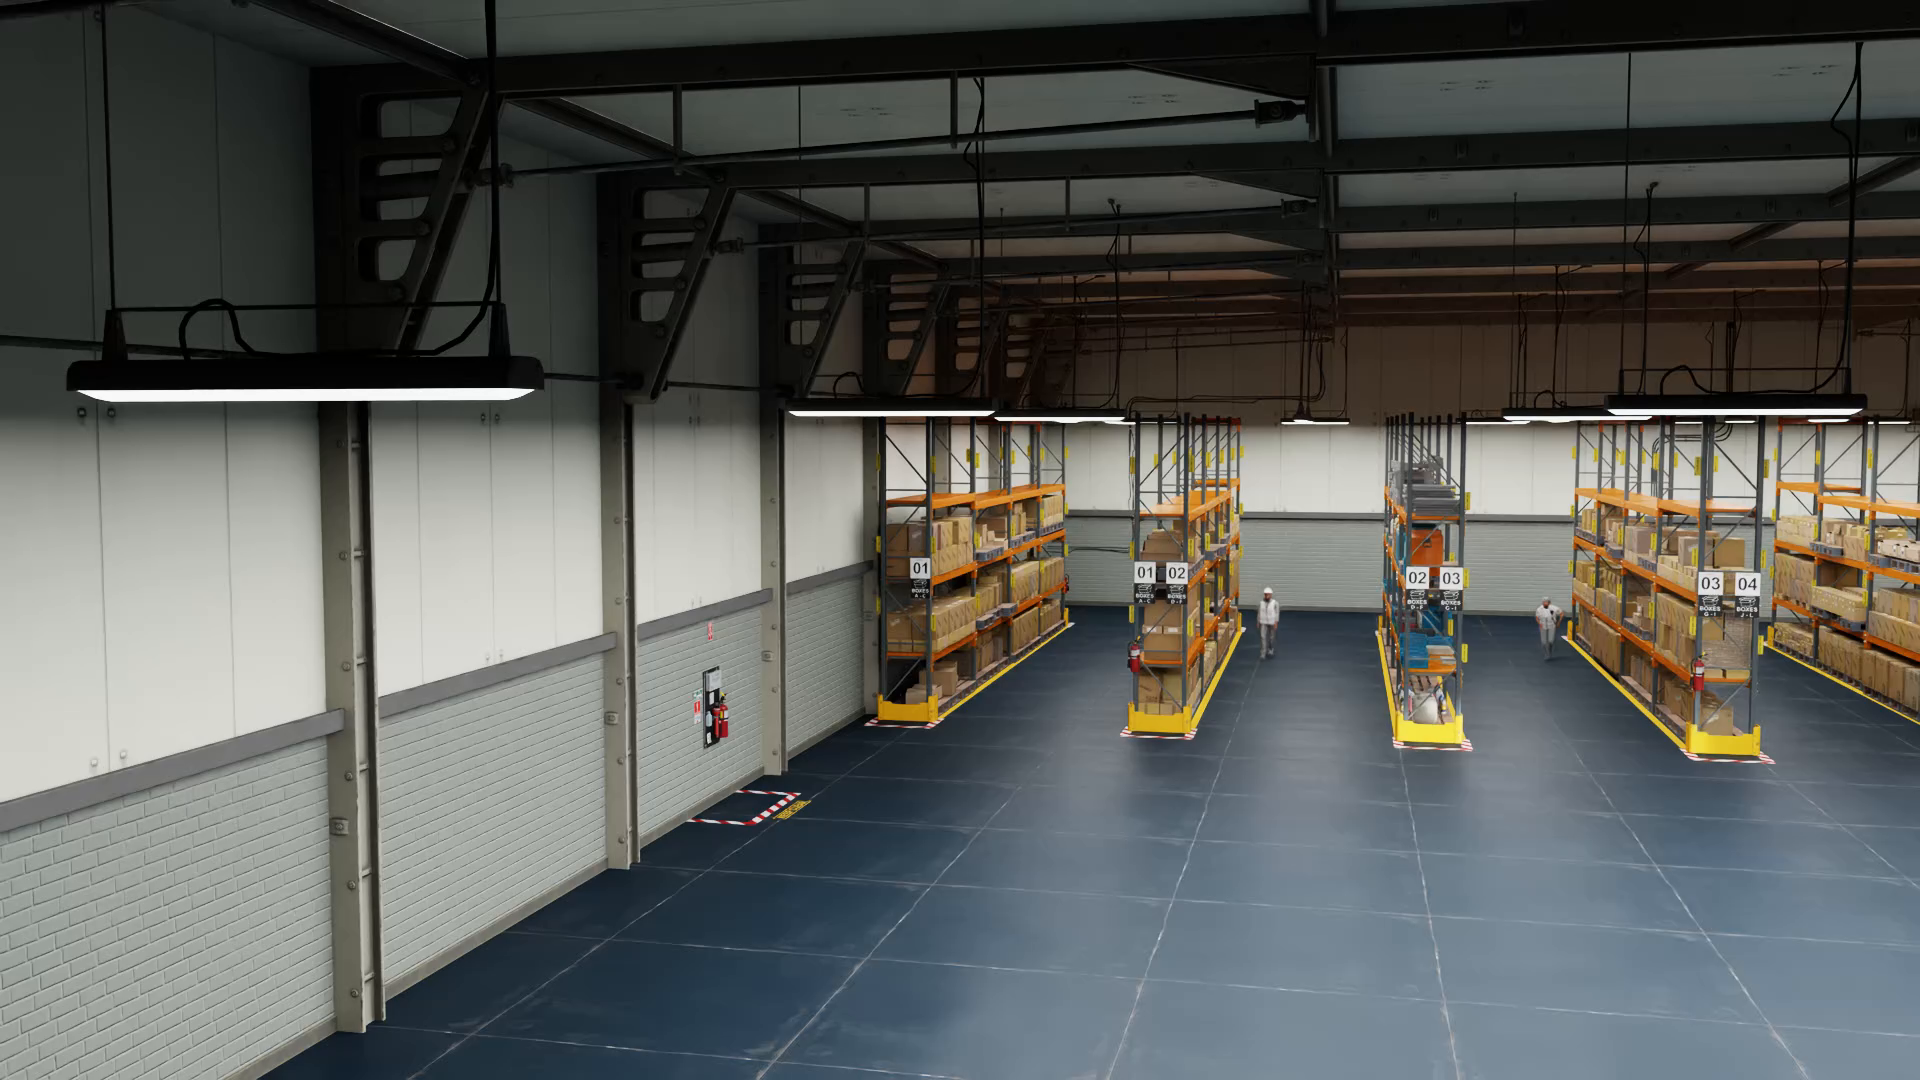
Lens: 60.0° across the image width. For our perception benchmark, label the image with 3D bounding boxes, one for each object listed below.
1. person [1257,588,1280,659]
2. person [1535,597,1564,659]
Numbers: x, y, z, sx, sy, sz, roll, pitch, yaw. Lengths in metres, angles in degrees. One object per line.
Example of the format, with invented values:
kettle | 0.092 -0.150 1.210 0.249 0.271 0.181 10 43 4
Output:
person | 7.646 2.047 41.256 0.569 1.708 1.042 1 4 14
person | 14.526 2.167 40.979 0.659 1.571 0.739 2 4 26
